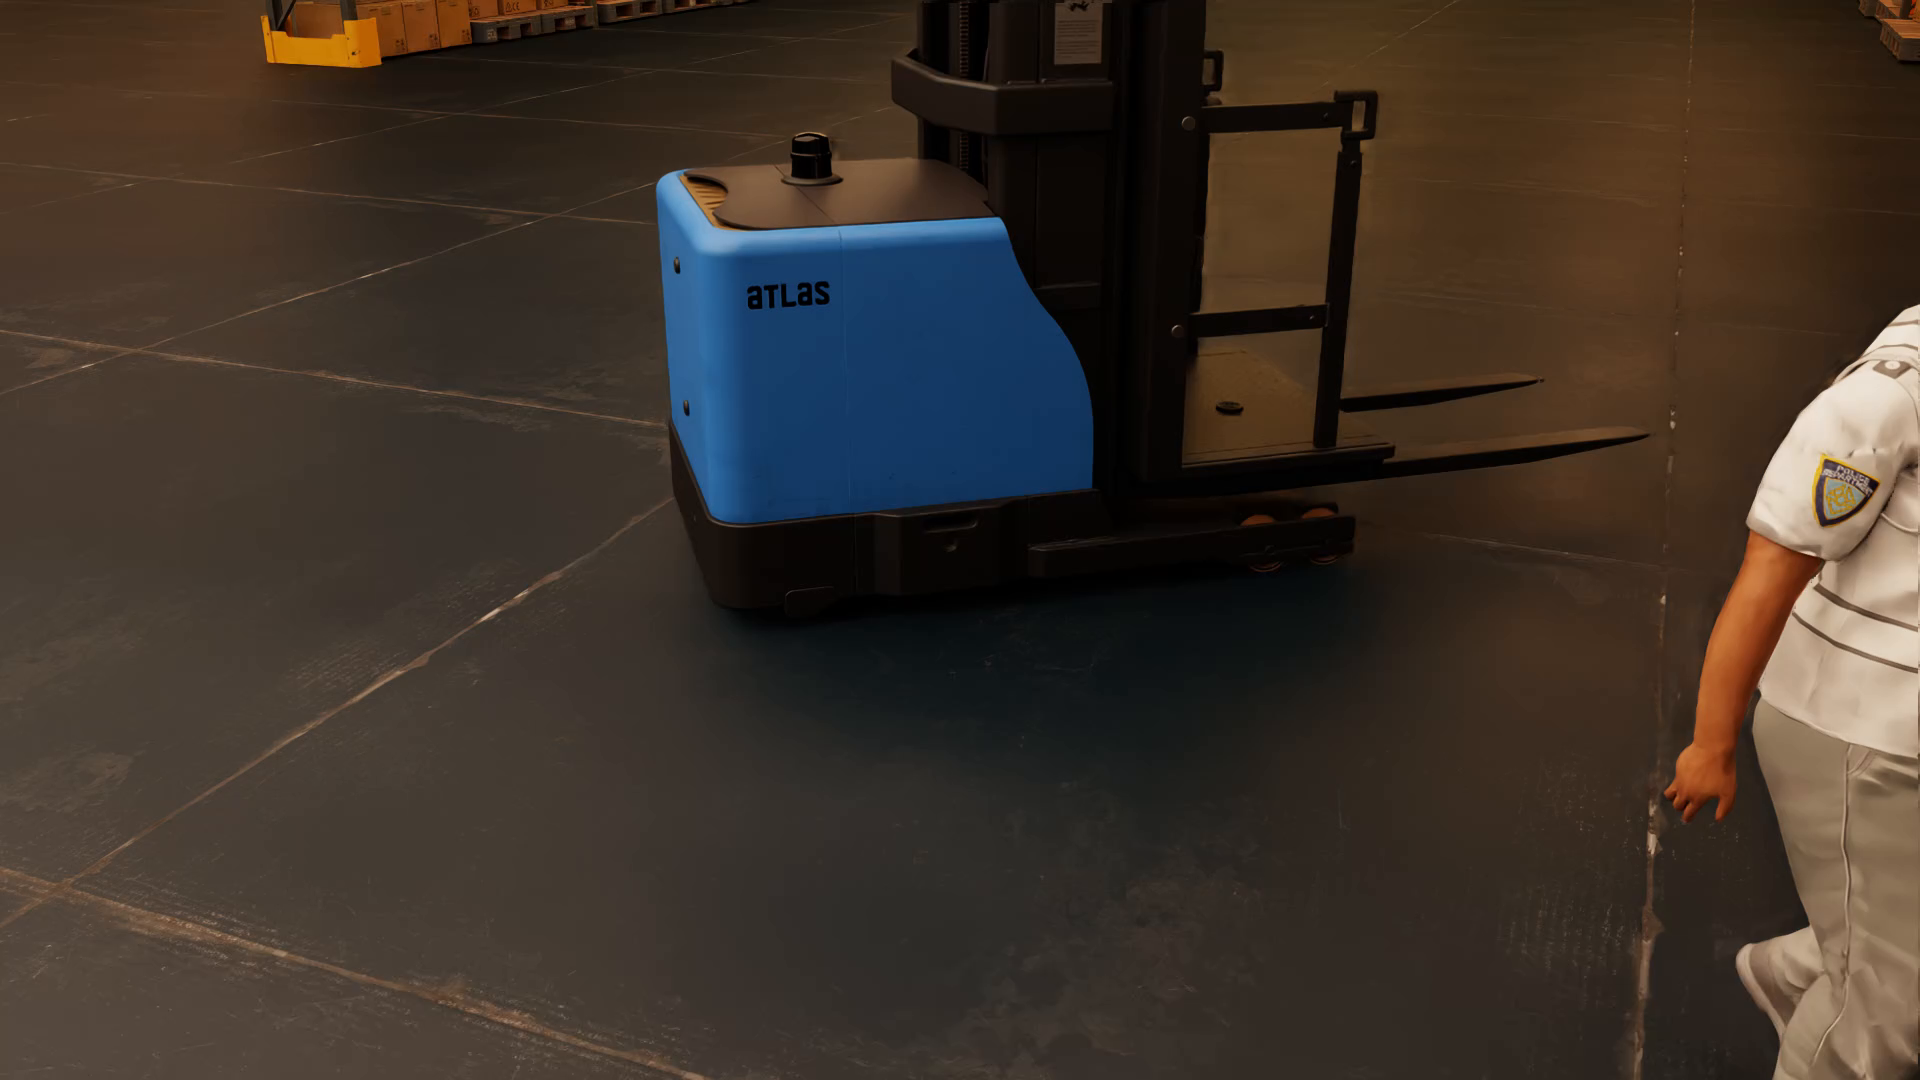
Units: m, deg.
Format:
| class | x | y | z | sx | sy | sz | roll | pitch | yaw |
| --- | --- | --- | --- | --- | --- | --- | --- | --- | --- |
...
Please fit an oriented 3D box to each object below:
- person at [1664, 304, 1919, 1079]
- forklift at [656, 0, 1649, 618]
| class | x | y | z | sx | sy | sz | roll | pitch | yaw |
| --- | --- | --- | --- | --- | --- | --- | --- | --- | --- |
| person | 1.348 | 0.260 | 2.347 | 0.689 | 1.647 | 0.511 | -13 | 26 | -27 |
| forklift | 0.663 | -1.446 | 4.753 | 3.031 | 2.935 | 1.130 | -6 | 24 | -15 |
